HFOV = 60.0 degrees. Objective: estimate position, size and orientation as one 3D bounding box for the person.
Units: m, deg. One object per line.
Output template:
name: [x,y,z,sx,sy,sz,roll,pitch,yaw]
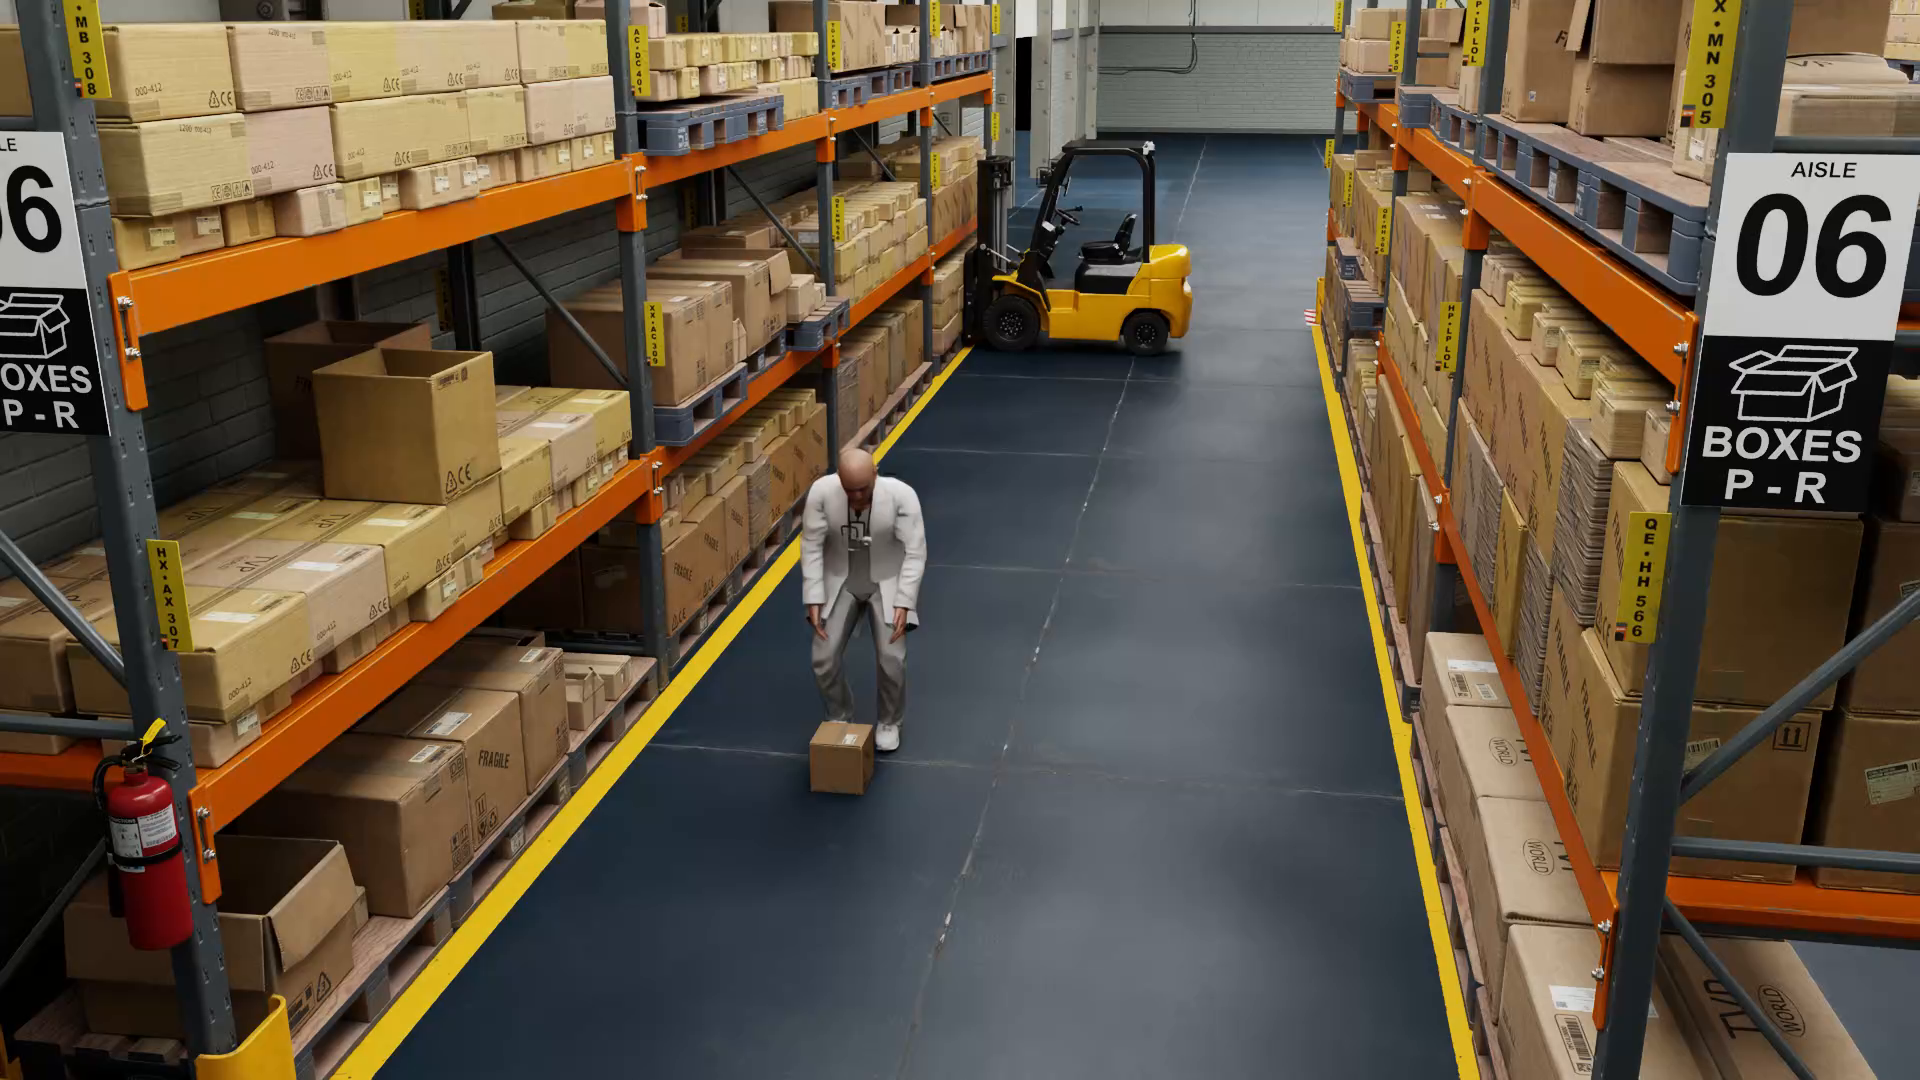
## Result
person: [-0.458,0.267,8.120,0.626,1.552,0.613,3,18,9]
